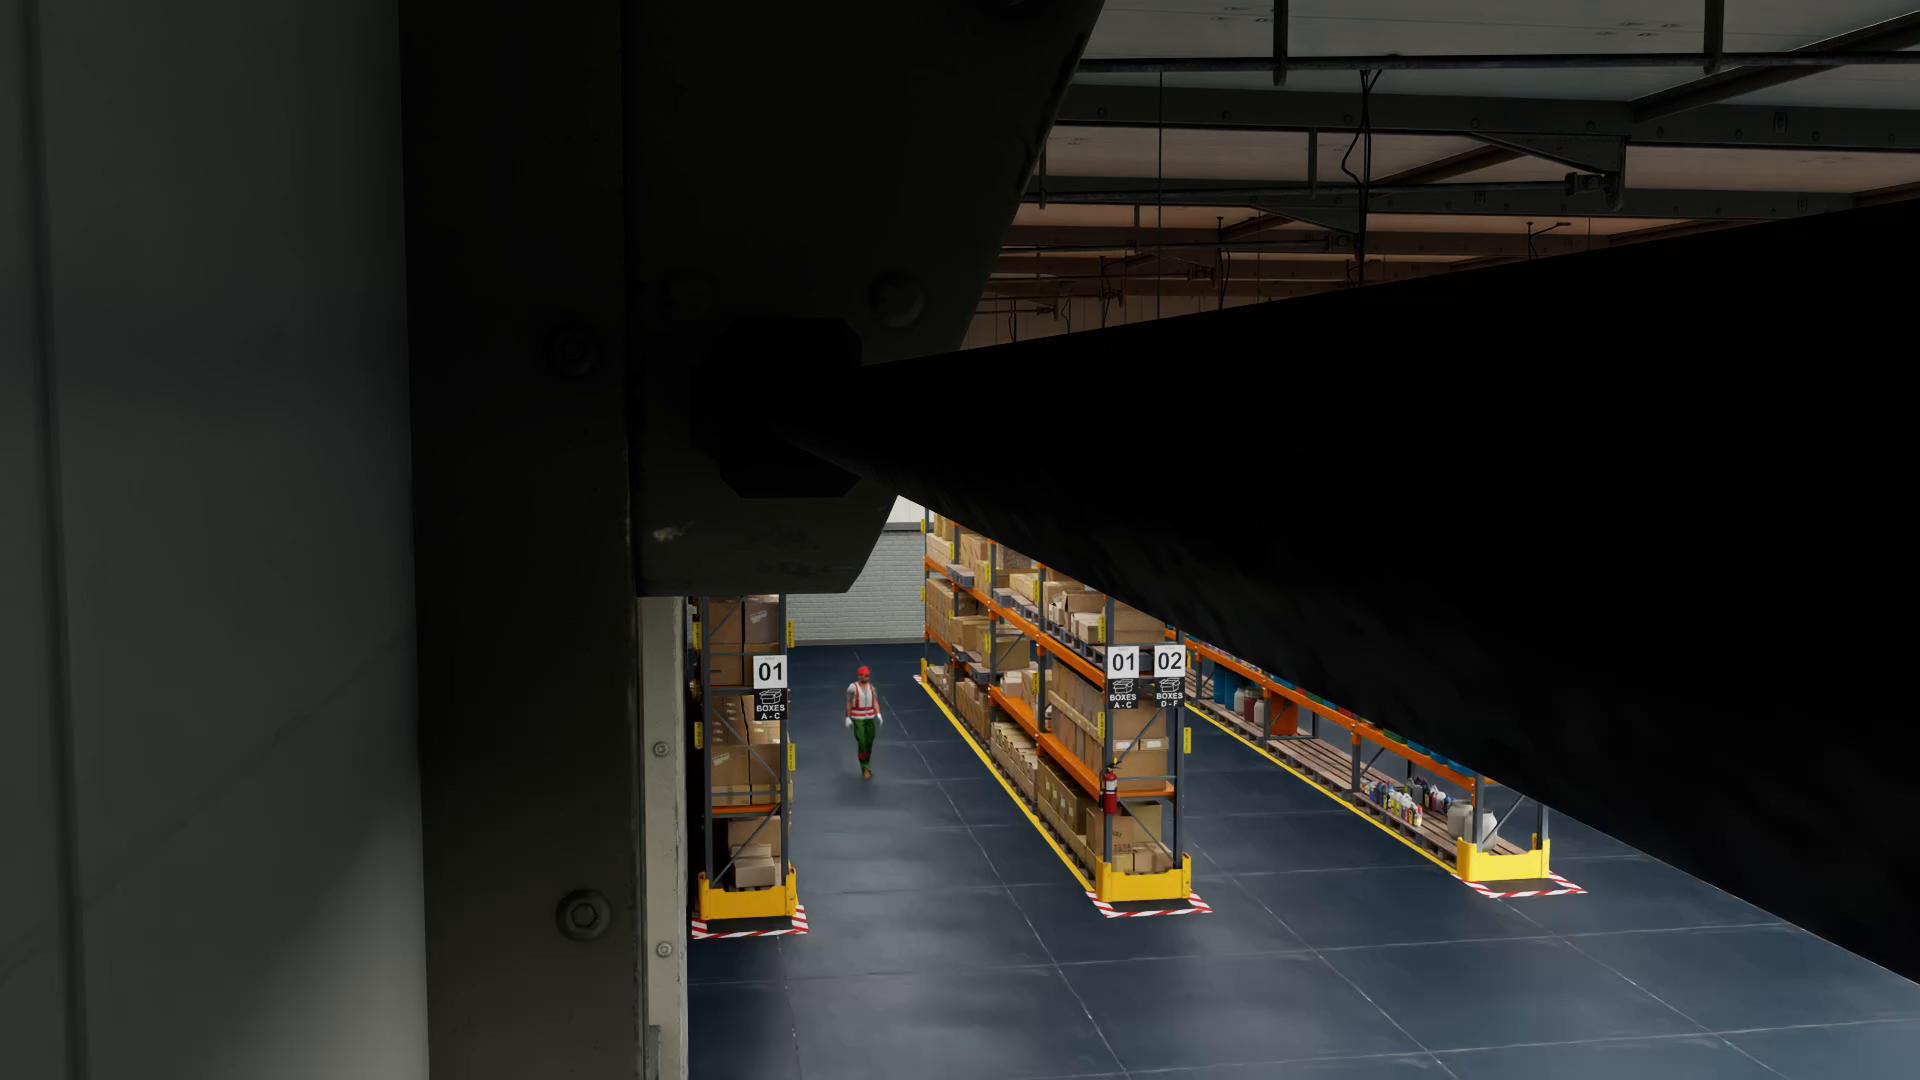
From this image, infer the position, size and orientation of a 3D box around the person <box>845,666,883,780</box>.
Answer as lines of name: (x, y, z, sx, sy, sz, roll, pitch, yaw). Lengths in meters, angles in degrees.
person: (-1.542, 3.019, 27.625, 0.562, 1.804, 0.671, -3, 6, -32)
